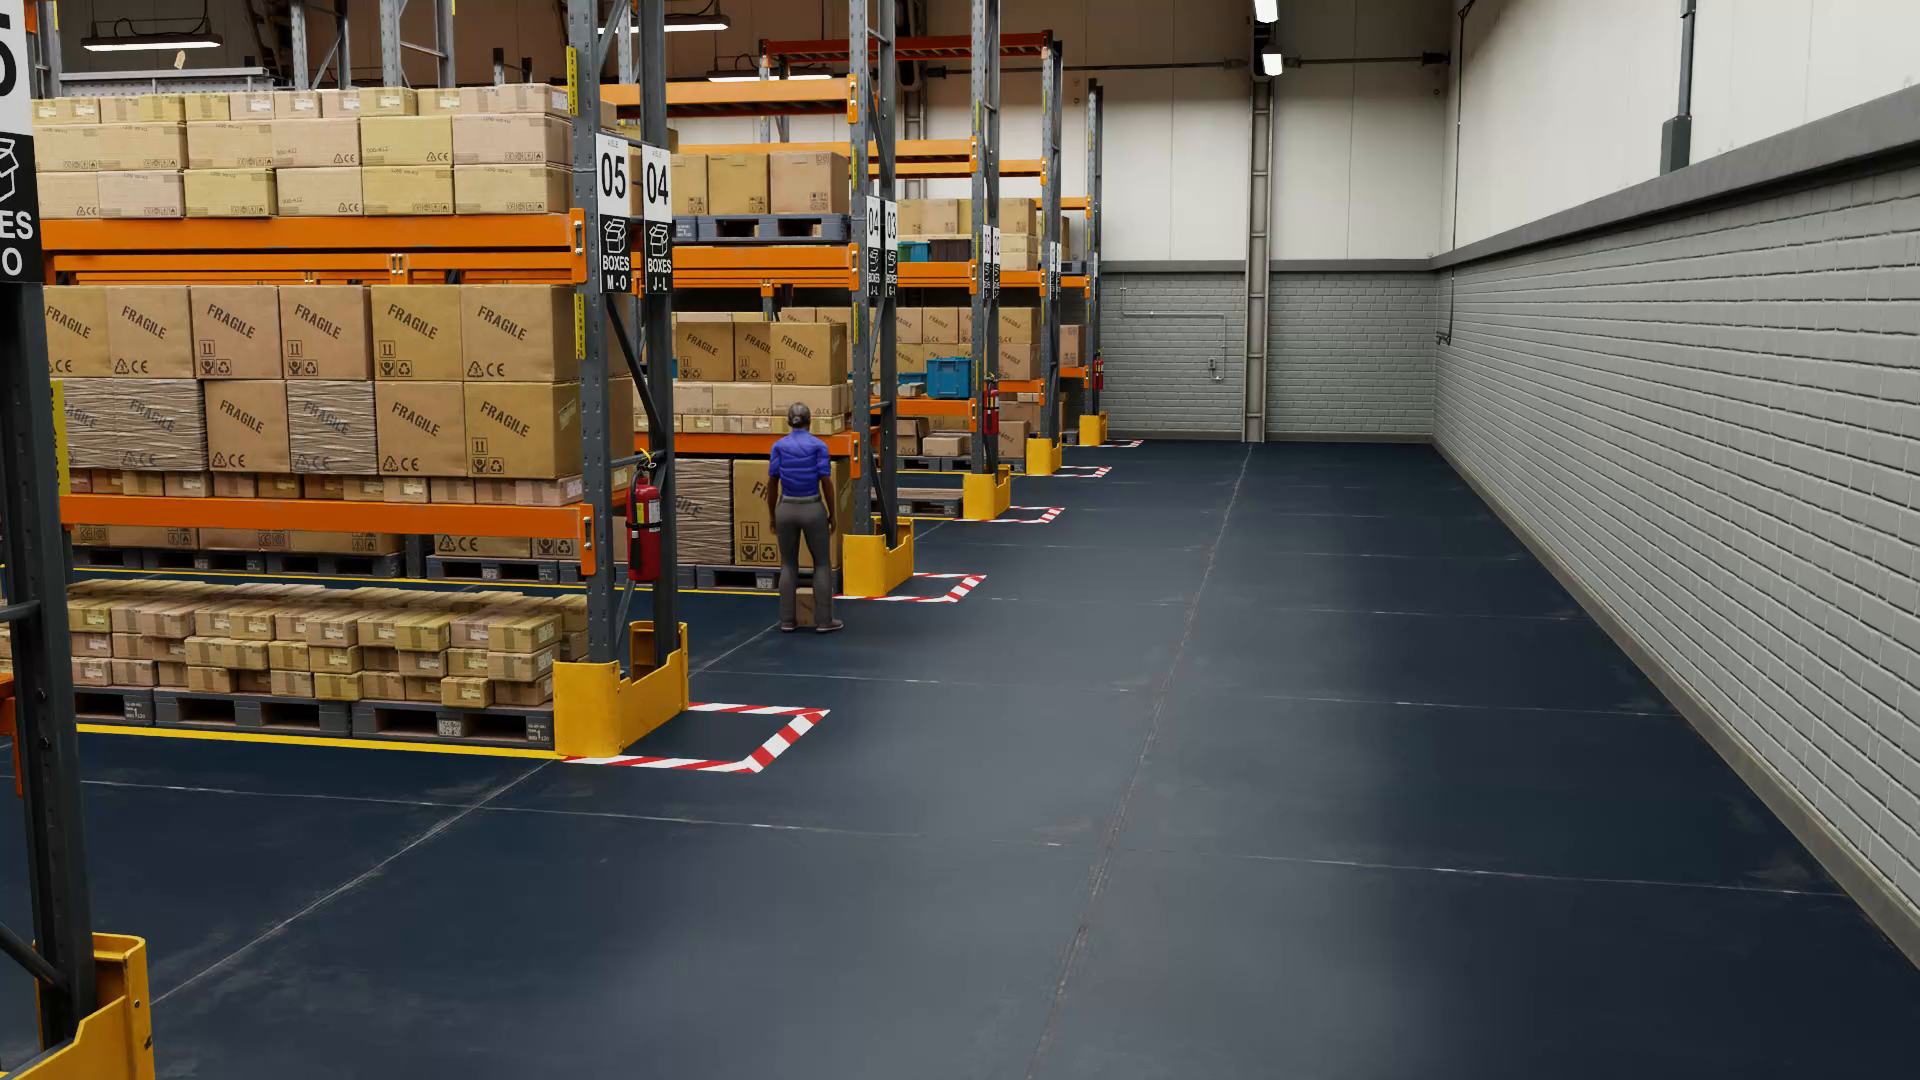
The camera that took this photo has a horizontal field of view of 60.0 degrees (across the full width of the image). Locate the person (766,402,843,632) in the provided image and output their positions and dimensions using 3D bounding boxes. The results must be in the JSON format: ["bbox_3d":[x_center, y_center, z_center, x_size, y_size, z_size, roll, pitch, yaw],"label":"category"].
[{"bbox_3d":[-1.126,-0.162,11.985,0.524,1.653,0.348,1,8,8],"label":"person"}]
